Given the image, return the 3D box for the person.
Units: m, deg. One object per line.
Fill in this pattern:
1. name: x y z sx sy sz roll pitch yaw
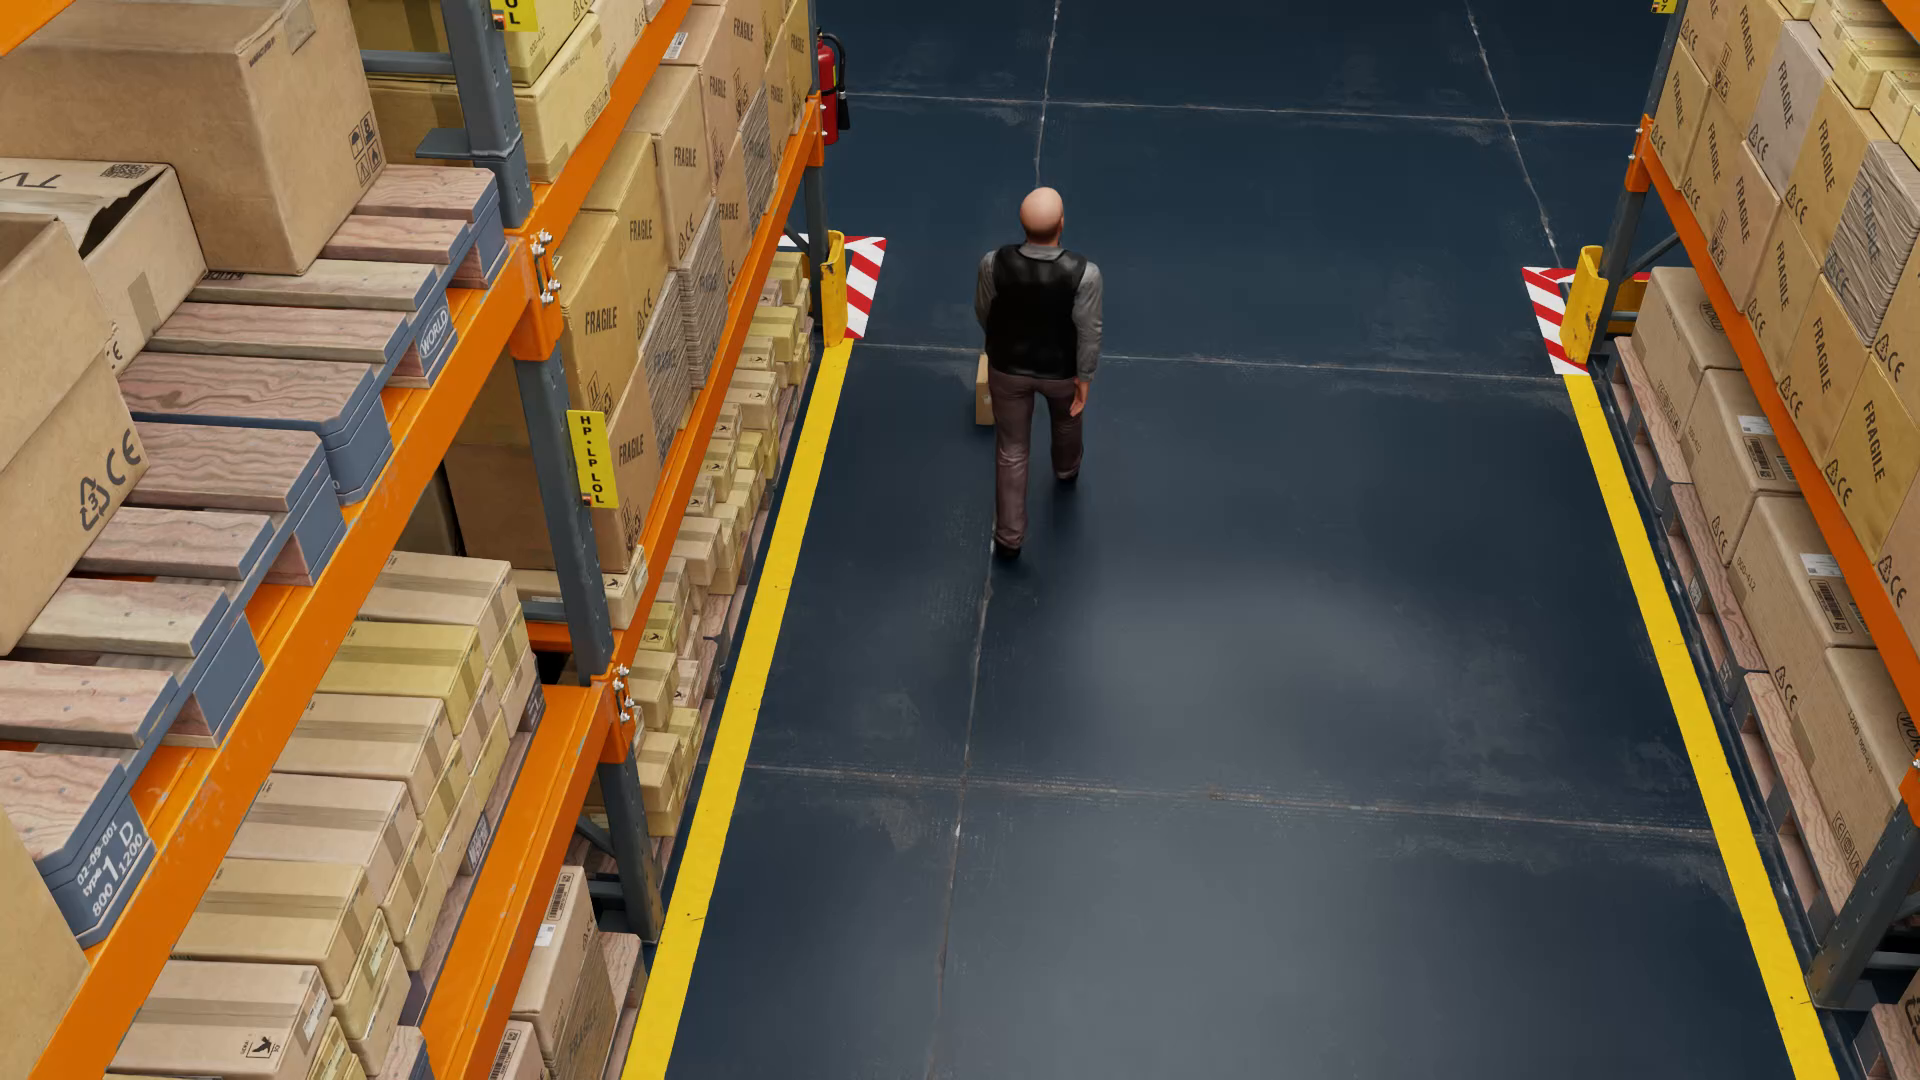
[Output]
1. person: 0.332 -0.776 7.177 0.542 1.601 0.921 3 40 4
